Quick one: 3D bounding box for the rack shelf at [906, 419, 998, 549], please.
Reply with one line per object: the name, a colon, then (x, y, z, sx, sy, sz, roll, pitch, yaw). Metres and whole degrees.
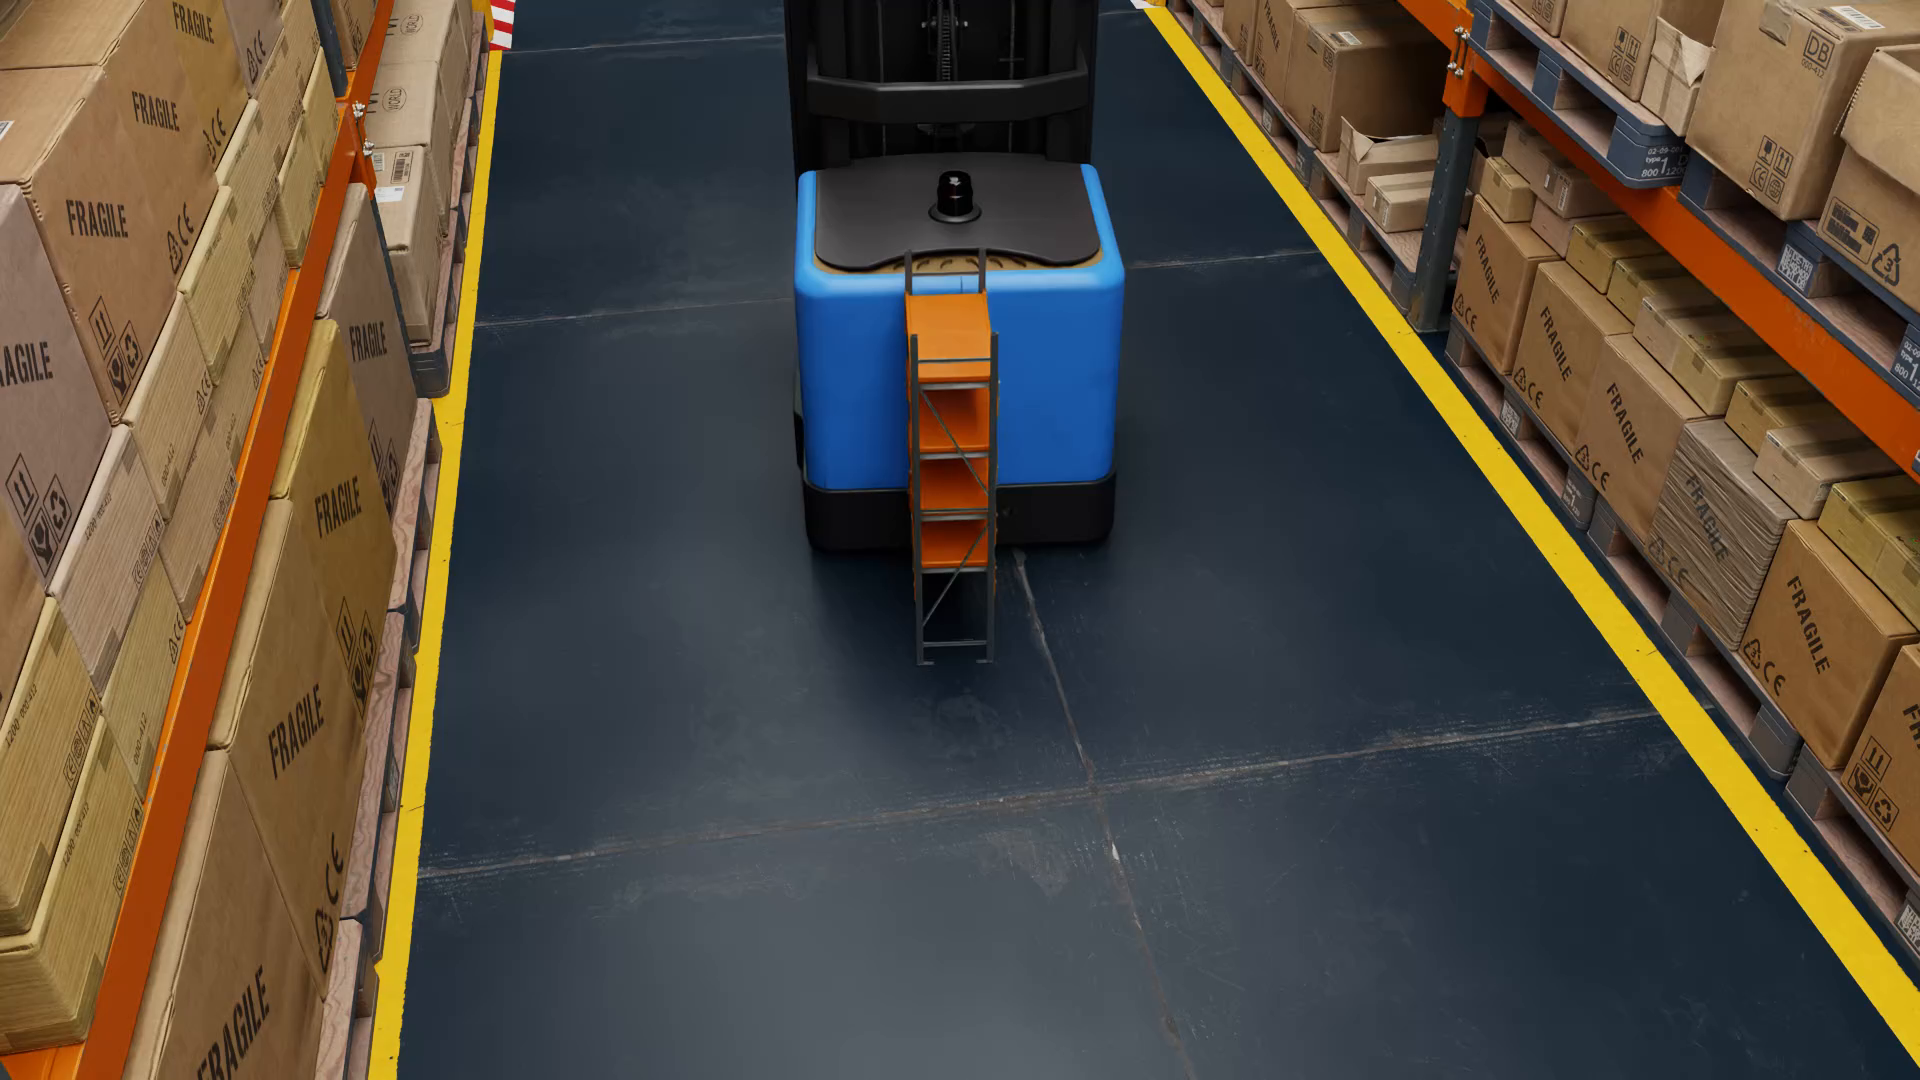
rack shelf: (-0.029, -0.181, 5.115, 0.258, 0.148, 0.480, -2, 38, -3)

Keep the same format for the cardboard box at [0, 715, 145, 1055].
cardboard box: (-1.663, 0.572, 2.691, 0.500, 0.250, 0.500, -7, 38, -9)

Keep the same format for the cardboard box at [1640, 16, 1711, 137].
cardboard box: (2.225, -1.349, 4.809, 0.396, 0.266, 0.258, -4, 38, -6)

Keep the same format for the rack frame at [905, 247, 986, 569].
rack frame: (-0.043, -0.384, 5.266, 0.240, 1.200, 0.015, -2, 38, -3)

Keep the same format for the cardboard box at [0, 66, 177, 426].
cardboard box: (-1.843, -0.536, 3.098, 0.500, 0.500, 0.500, -5, 38, -7)

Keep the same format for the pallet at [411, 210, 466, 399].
pallet: (-2.583, -0.947, 6.797, 1.003, 0.211, 1.213, -6, 38, -8)

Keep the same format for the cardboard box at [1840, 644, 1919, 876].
cardboard box: (2.698, 0.585, 4.247, 0.500, 0.500, 0.500, -7, 38, -9)

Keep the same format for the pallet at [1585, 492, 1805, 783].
pallet: (2.757, 0.210, 5.307, 1.003, 0.211, 1.213, -6, 38, -8)

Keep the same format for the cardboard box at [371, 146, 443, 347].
cardboard box: (-2.531, -1.125, 6.500, 0.875, 0.438, 0.875, -7, 38, -9)

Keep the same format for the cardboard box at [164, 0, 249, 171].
cardboard box: (-2.033, -1.152, 3.891, 0.500, 0.500, 0.500, -5, 38, -7)

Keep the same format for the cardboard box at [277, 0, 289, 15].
cardboard box: (-2.201, -1.772, 4.689, 0.500, 0.500, 0.500, -5, 38, -6)

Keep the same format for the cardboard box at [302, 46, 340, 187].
cardboard box: (-2.200, -1.277, 5.071, 0.500, 0.250, 0.500, -7, 38, -9)

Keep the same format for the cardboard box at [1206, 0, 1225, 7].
cardboard box: (1.672, -3.333, 9.288, 0.797, 0.503, 0.637, -8, 38, -10)

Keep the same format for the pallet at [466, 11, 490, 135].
pallet: (-3.011, -2.421, 8.694, 1.003, 0.211, 1.213, -6, 38, -8)

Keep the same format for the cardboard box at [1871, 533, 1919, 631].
cardboard box: (2.642, 0.104, 4.338, 0.380, 0.149, 0.250, -5, 38, -7)

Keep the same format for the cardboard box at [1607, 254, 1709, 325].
cardboard box: (2.403, -0.829, 5.539, 0.380, 0.149, 0.250, -7, 38, -9)

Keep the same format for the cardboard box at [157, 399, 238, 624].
cardboard box: (-1.857, -0.054, 3.496, 0.500, 0.250, 0.500, -5, 38, -6)

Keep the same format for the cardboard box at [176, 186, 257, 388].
cardboard box: (-1.912, -0.558, 3.738, 0.500, 0.250, 0.500, -6, 38, -7)

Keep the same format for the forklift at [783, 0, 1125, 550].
forklift: (-0.079, -2.010, 5.948, 1.130, 2.935, 3.031, -2, 38, -3)

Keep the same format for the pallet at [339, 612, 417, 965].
pallet: (-2.100, 0.717, 4.655, 1.003, 0.211, 1.213, -6, 38, -8)

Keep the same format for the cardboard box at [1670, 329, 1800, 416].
cardboard box: (2.451, -0.524, 5.146, 0.380, 0.149, 0.250, -5, 38, -6)

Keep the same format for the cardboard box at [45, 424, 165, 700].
cardboard box: (-1.760, 0.052, 2.952, 0.500, 0.250, 0.500, -5, 38, -7)

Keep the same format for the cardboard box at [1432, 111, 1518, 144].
cardboard box: (2.400, -1.843, 7.659, 0.380, 0.149, 0.250, -7, 38, -9)

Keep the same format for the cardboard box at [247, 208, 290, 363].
cardboard box: (-2.042, -0.663, 4.280, 0.500, 0.250, 0.500, -7, 38, -9)

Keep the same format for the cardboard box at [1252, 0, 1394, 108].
cardboard box: (1.778, -2.481, 8.194, 0.500, 0.500, 0.500, -6, 38, -7)

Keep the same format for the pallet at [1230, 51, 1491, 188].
pallet: (2.023, -2.169, 8.370, 1.003, 0.211, 1.213, -6, 38, -8)

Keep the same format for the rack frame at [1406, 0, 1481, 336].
rack frame: (2.360, -2.117, 6.029, 1.000, 3.000, 0.127, -6, 38, -8)

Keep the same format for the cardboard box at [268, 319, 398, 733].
cardboard box: (-2.173, 0.003, 4.690, 0.875, 0.875, 0.875, -5, 38, -7)

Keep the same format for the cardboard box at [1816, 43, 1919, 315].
cardboard box: (2.593, -0.873, 4.003, 0.797, 0.503, 0.637, -7, 38, -9)

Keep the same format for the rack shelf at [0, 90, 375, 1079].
rack shelf: (-2.176, -0.088, 4.005, 1.077, 0.370, 4.000, -6, 38, -8)

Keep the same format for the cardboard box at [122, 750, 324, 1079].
cardboard box: (-1.865, 1.083, 3.301, 0.875, 0.875, 0.875, -7, 38, -8)

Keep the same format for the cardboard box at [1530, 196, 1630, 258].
cardboard box: (2.285, -1.147, 5.948, 0.380, 0.149, 0.250, -7, 38, -9)

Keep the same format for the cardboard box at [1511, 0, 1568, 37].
cardboard box: (2.224, -2.006, 5.463, 0.700, 0.500, 0.500, -5, 38, -7)

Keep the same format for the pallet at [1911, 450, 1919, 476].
pallet: (2.873, -0.027, 3.496, 1.213, 0.211, 1.003, -6, 38, -8)

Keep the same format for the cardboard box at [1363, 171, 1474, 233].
cardboard box: (1.973, -1.462, 7.168, 0.380, 0.149, 0.250, -7, 38, -9)

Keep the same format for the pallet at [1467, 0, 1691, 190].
pallet: (2.392, -1.546, 5.452, 1.003, 0.211, 1.213, -6, 38, -8)

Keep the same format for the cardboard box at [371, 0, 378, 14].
cardboard box: (-2.435, -2.236, 6.102, 0.500, 0.500, 0.500, -6, 38, -8)

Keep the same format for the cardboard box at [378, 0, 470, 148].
cardboard box: (-2.845, -2.211, 7.897, 0.875, 0.438, 0.875, -5, 38, -7)

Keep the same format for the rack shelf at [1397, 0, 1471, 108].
rack shelf: (2.009, -3.040, 7.805, 1.077, 0.370, 4.000, -6, 38, -8)

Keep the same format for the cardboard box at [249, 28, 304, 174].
cardboard box: (-2.115, -1.177, 4.535, 0.500, 0.250, 0.500, -5, 38, -7)

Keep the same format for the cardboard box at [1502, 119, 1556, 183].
cardboard box: (2.220, -1.430, 6.070, 0.380, 0.149, 0.250, -7, 38, -9)

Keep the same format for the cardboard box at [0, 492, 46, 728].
cardboard box: (-1.671, 0.077, 2.309, 0.500, 0.500, 0.500, -7, 38, -9)

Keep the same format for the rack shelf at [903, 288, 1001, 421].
rack shelf: (-0.029, -0.544, 4.832, 0.258, 0.148, 0.480, -2, 38, -3)

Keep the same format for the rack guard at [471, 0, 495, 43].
rack guard: (-3.232, -3.024, 9.235, 1.175, 0.500, 0.348, -6, 38, -8)

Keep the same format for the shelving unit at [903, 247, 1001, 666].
shelving unit: (-0.029, -0.234, 5.073, 0.258, 1.200, 0.503, -2, 38, -3)

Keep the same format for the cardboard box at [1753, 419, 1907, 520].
cardboard box: (2.520, -0.210, 4.742, 0.380, 0.149, 0.250, -8, 39, -10)

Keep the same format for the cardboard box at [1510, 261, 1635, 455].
cardboard box: (2.326, -0.658, 5.848, 0.500, 0.500, 0.500, -7, 38, -9)

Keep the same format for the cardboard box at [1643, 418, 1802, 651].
cardboard box: (2.494, -0.042, 5.055, 0.500, 0.500, 0.500, -8, 38, -10)
